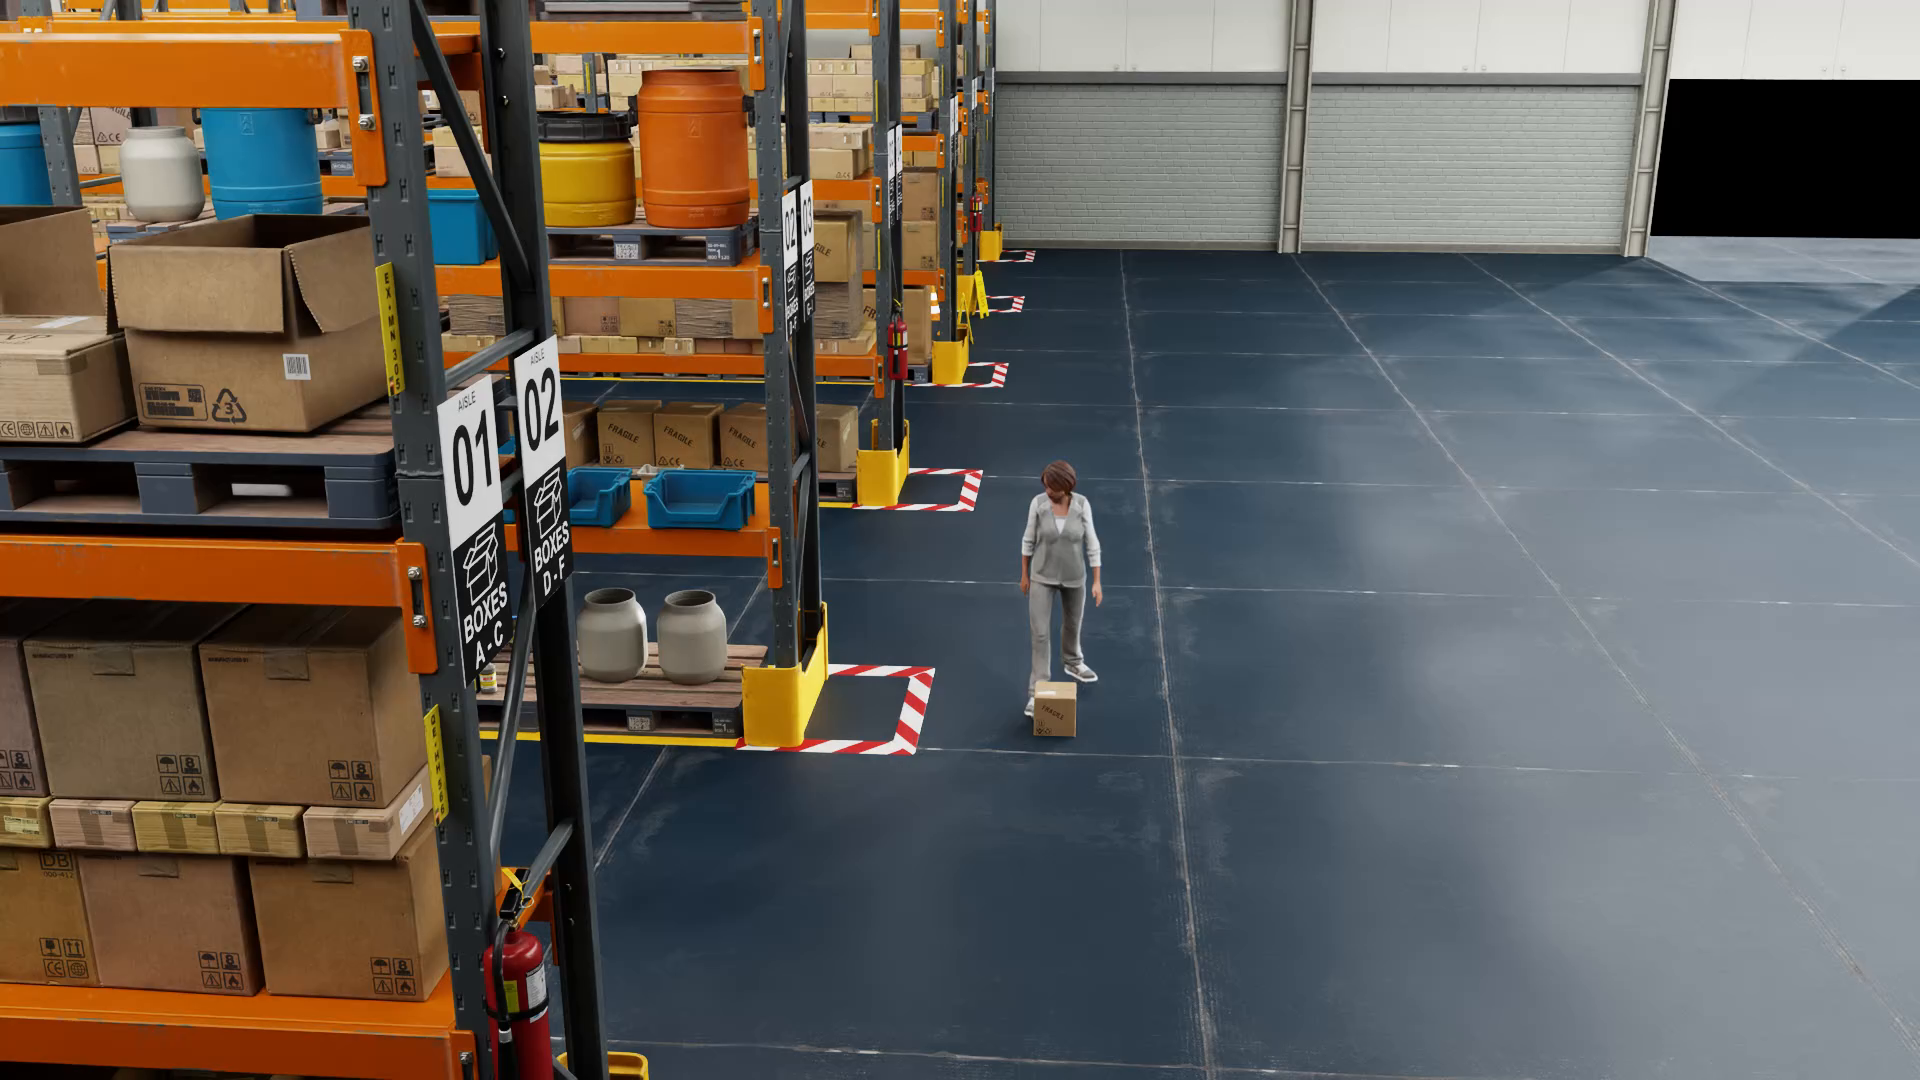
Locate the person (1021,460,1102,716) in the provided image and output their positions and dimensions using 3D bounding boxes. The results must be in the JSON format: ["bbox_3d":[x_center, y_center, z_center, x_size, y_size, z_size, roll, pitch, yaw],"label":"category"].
[{"bbox_3d":[0.636,0.255,10.273,0.538,1.545,0.799,-2,18,-6],"label":"person"}]
